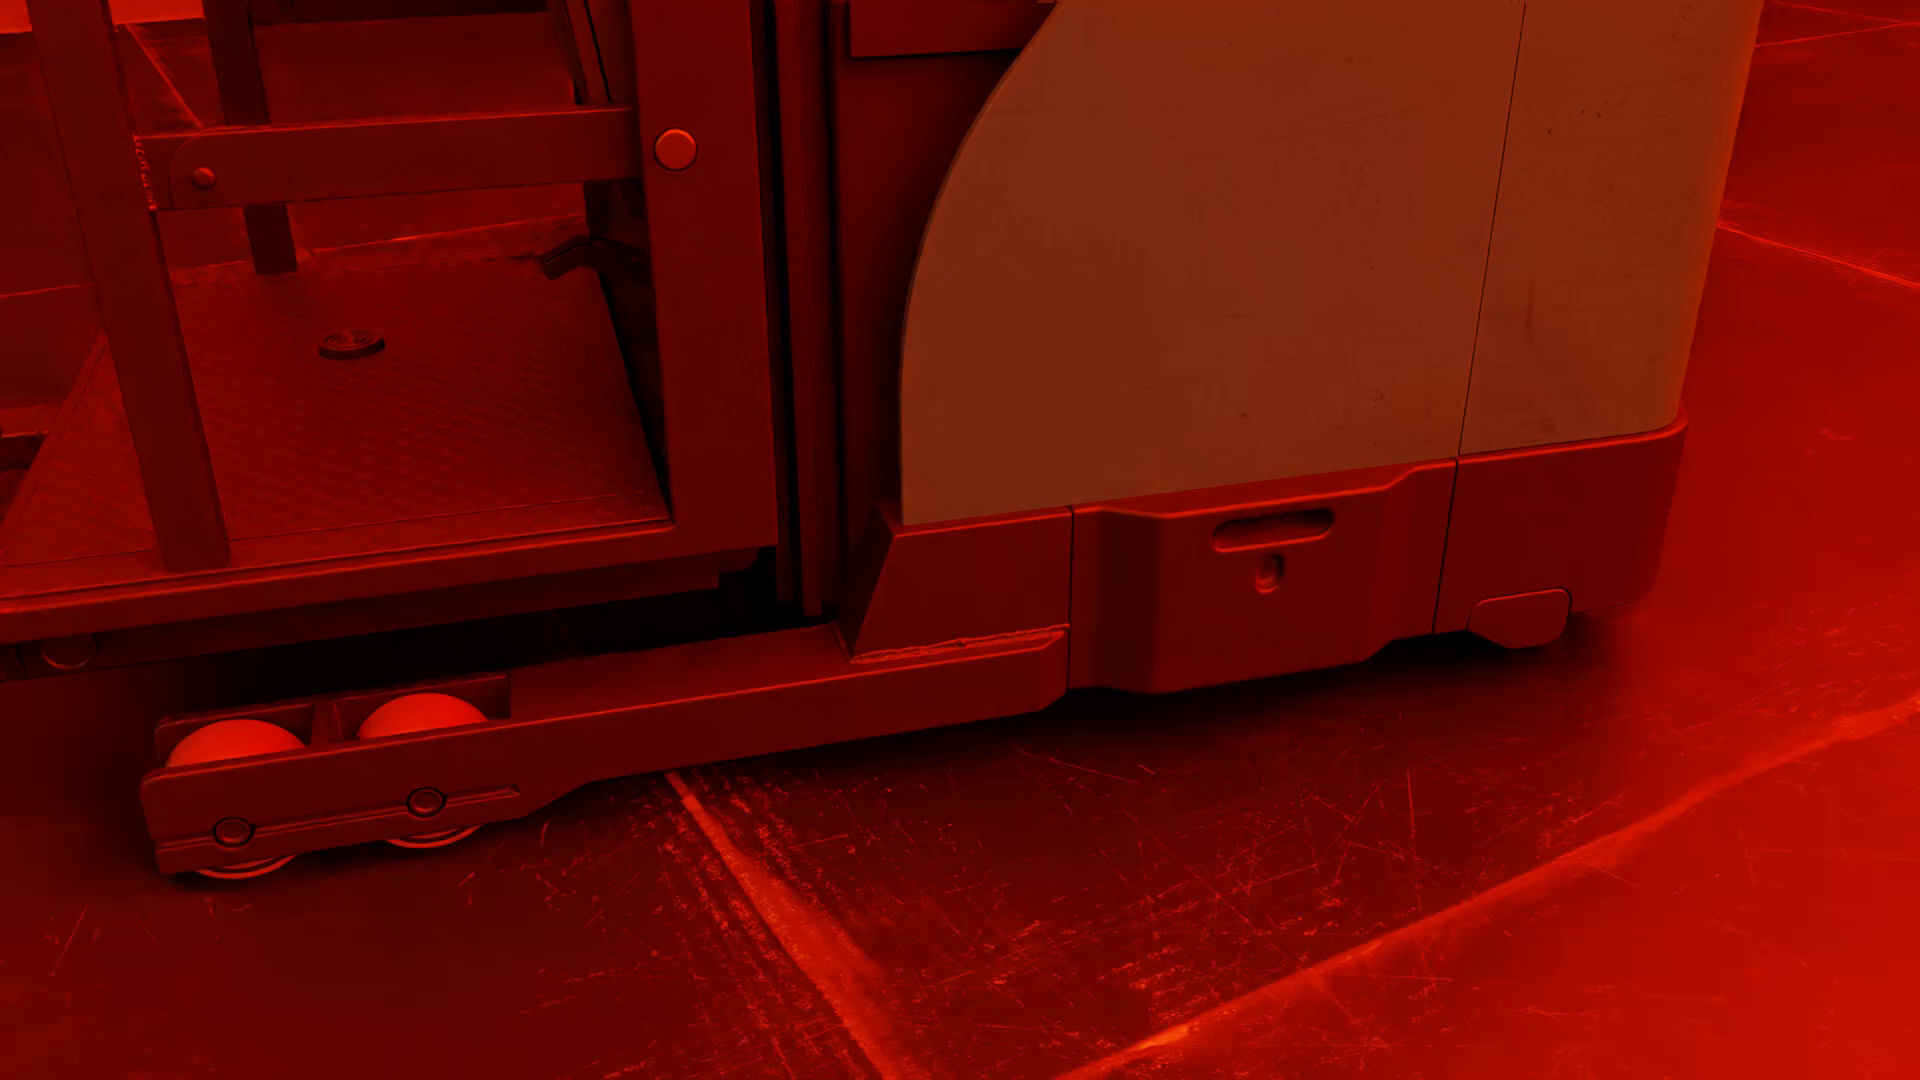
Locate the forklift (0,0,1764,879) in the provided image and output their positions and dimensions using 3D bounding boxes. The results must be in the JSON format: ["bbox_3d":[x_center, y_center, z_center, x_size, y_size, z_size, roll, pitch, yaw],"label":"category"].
[{"bbox_3d":[-0.639,-1.210,1.646,3.031,2.935,1.130,-7,28,-14],"label":"forklift"}]
